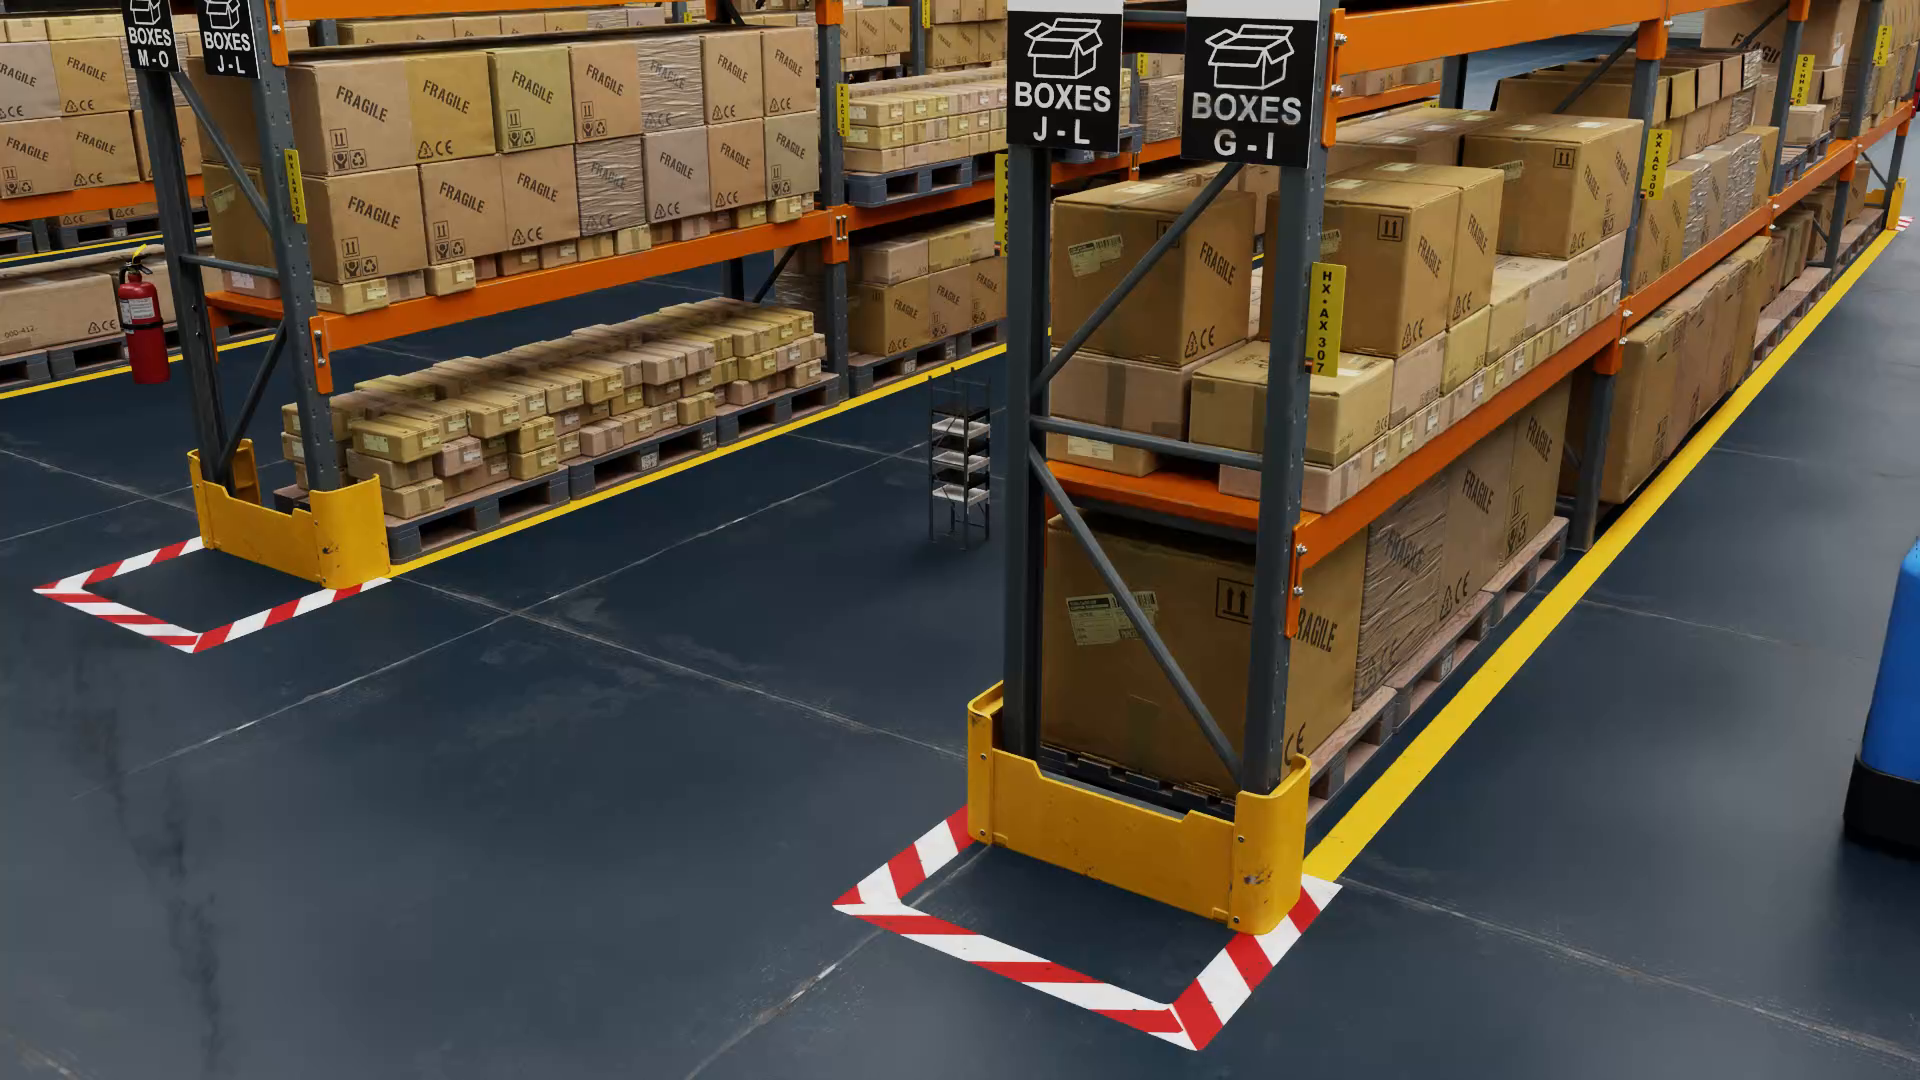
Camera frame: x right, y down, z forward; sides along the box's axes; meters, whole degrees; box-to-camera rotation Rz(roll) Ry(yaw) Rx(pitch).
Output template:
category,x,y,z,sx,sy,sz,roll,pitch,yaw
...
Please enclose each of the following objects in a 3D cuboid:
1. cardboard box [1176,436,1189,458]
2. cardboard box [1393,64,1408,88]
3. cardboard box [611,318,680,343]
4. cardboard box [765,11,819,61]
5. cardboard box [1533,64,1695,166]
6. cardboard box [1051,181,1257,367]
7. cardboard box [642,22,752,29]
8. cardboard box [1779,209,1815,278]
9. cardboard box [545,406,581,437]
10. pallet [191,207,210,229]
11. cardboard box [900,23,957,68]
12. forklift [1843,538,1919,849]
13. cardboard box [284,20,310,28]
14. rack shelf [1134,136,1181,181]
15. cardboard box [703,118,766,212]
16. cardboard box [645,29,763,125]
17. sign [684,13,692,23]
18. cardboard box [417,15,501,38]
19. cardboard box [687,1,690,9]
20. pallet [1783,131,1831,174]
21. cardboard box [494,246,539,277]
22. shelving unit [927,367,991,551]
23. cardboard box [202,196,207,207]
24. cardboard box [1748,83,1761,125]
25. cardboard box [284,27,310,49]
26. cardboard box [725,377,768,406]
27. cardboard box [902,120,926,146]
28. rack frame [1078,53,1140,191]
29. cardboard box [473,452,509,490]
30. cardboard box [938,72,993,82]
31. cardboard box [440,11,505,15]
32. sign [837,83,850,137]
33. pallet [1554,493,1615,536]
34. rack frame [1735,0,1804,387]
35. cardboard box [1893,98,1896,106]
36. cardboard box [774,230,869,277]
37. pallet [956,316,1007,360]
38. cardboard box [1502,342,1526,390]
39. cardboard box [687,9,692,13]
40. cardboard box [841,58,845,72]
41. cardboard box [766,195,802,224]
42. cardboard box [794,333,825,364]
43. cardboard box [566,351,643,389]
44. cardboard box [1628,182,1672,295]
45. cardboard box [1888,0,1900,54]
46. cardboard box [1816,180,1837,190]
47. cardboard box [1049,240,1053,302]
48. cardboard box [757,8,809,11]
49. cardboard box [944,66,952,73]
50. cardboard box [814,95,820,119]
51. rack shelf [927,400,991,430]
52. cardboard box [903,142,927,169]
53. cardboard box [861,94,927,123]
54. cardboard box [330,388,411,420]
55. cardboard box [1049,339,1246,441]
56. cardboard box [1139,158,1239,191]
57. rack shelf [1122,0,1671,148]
category,x,y,z,sx,sy,sz,roll,pitch,yaw
cardboard box,0.668,-0.422,5.945,0.380,0.149,0.250,14,24,32
cardboard box,4.663,-5.543,19.209,0.875,0.550,0.550,13,24,32
cardboard box,-2.000,-1.294,10.587,0.380,0.149,0.250,13,24,30
cardboard box,-1.792,-5.441,17.972,0.500,0.500,0.500,12,24,30
cardboard box,3.591,-2.343,9.187,0.797,0.503,0.637,14,24,32
cardboard box,0.651,-0.911,5.610,0.500,0.500,0.500,14,24,32
cardboard box,-1.657,-3.016,10.581,0.500,0.500,0.500,14,24,33
cardboard box,6.978,-2.604,14.450,0.700,0.500,0.500,11,23,28
cardboard box,-2.374,-0.697,9.401,0.380,0.149,0.250,12,23,29
pallet,-8.349,-3.630,18.276,1.003,0.211,1.213,13,24,32
cardboard box,-0.377,-5.933,19.907,0.500,0.500,0.500,13,24,32
forklift,4.433,-0.602,6.169,1.130,2.935,3.031,15,25,36
cardboard box,-5.262,-4.049,12.867,0.380,0.149,0.250,13,24,31
rack shelf,2.171,-3.827,15.824,1.077,0.370,4.000,13,24,32
cardboard box,-1.533,-2.287,10.050,0.500,0.500,0.500,13,24,30
cardboard box,-1.529,-2.761,9.892,0.500,0.500,0.500,12,24,30
sign,-2.643,-4.963,16.188,0.100,0.325,0.005,13,24,32
cardboard box,-4.320,-4.260,14.373,0.500,0.500,0.500,13,24,31
cardboard box,-3.977,-7.467,23.120,0.380,0.149,0.250,13,24,31
pallet,6.171,-3.080,13.045,1.003,0.211,1.213,13,24,32
cardboard box,-2.488,-1.528,8.935,0.380,0.149,0.250,13,24,31
shelving unit,-0.005,-0.420,8.603,0.258,0.900,0.210,13,24,32
cardboard box,-8.130,-3.910,18.010,0.500,0.500,0.500,12,24,30
cardboard box,5.363,-3.001,11.804,0.500,0.500,0.500,10,23,25
cardboard box,-5.389,-3.706,12.874,0.500,0.500,0.500,13,24,31
cardboard box,-1.451,-0.977,10.587,0.380,0.149,0.250,12,24,30
cardboard box,-0.456,-2.760,11.230,0.380,0.149,0.250,13,24,31
rack frame,1.047,-3.590,14.148,1.000,3.000,0.127,13,24,32
cardboard box,-2.678,-0.407,9.044,0.380,0.149,0.250,14,24,32
cardboard box,0.036,-3.553,12.945,0.380,0.149,0.250,15,25,34
cardboard box,-4.444,-4.515,15.062,0.500,0.500,0.500,14,24,33
sign,-0.749,-2.745,10.615,0.100,0.325,0.005,13,24,32
pallet,3.215,-0.375,9.474,1.003,0.211,1.213,13,24,32
rack frame,5.092,-2.594,11.455,1.000,3.000,0.127,13,24,32
cardboard box,9.207,-4.428,16.773,0.380,0.149,0.250,13,24,32
cardboard box,-0.992,-2.082,11.987,0.500,0.250,0.500,13,24,30
pallet,-0.080,-1.710,13.084,1.003,0.211,1.213,13,24,32
cardboard box,2.077,-0.736,6.792,0.380,0.149,0.250,14,24,33
cardboard box,-3.949,-7.319,23.148,0.380,0.149,0.250,13,24,31
cardboard box,-1.502,-5.262,18.424,0.380,0.149,0.250,13,24,32
cardboard box,-1.223,-2.102,10.487,0.380,0.149,0.250,13,24,30
cardboard box,-1.116,-1.290,11.003,0.380,0.149,0.250,14,24,33
cardboard box,-2.089,-0.990,9.765,0.380,0.149,0.250,13,24,32
cardboard box,3.309,-1.577,8.559,0.500,0.500,0.500,13,24,32
cardboard box,8.084,-4.621,14.918,0.500,0.500,0.500,13,24,32
cardboard box,8.198,-3.233,16.178,0.500,0.500,0.500,11,23,27
cardboard box,0.598,-2.227,13.460,0.500,0.500,0.500,14,25,34
cardboard box,-1.926,-5.696,18.663,0.500,0.500,0.500,13,24,32
cardboard box,-0.314,-5.667,20.124,0.380,0.149,0.250,14,25,33
cardboard box,-1.138,-2.954,11.327,0.380,0.149,0.250,15,25,34
rack shelf,-0.005,-0.642,8.520,0.258,0.077,0.200,13,24,32
cardboard box,-0.449,-2.626,11.297,0.380,0.149,0.250,14,24,33
cardboard box,-0.448,-2.906,11.195,0.380,0.149,0.250,14,25,33
cardboard box,-3.174,-0.696,8.970,0.380,0.149,0.250,14,24,33
cardboard box,0.648,-0.559,5.739,0.500,0.250,0.500,13,24,31
cardboard box,1.952,-3.141,15.570,1.050,0.750,0.750,14,24,33
rack shelf,1.719,-1.942,6.405,1.077,0.370,4.000,13,24,32
